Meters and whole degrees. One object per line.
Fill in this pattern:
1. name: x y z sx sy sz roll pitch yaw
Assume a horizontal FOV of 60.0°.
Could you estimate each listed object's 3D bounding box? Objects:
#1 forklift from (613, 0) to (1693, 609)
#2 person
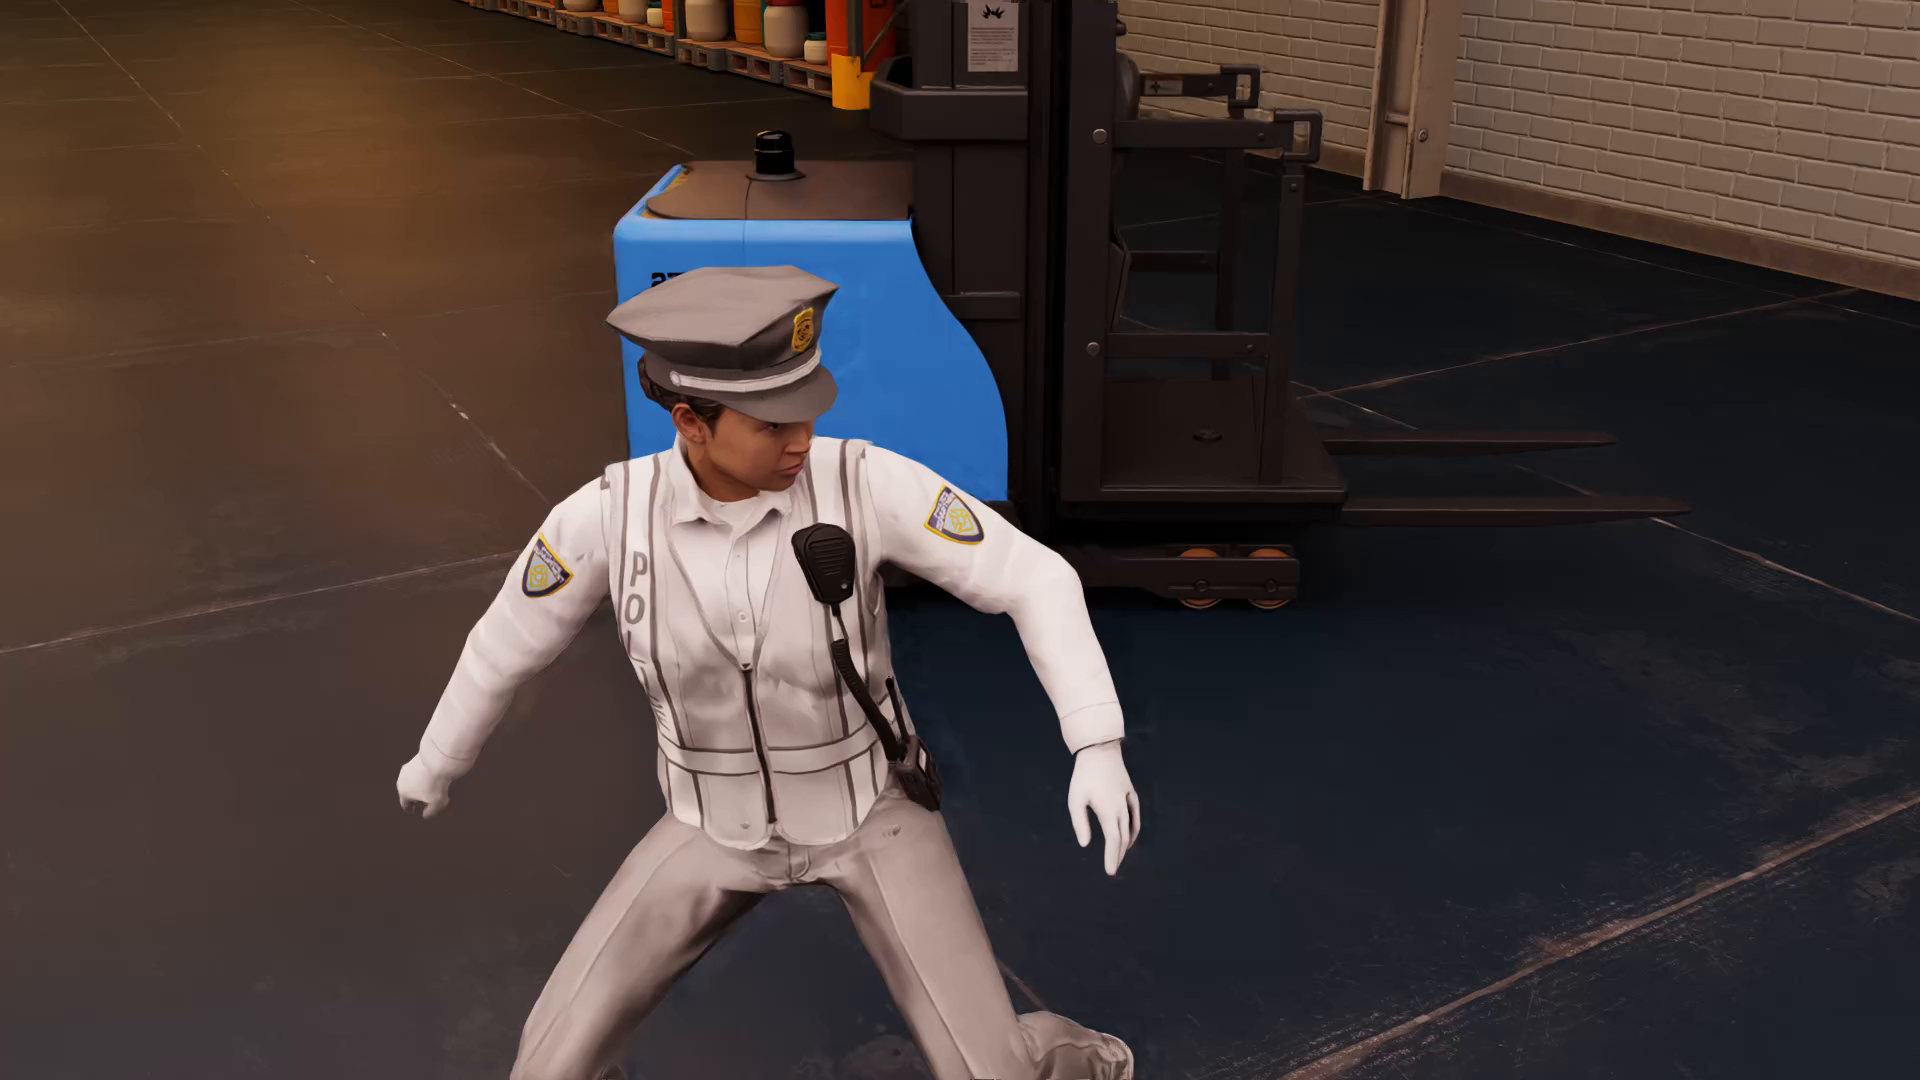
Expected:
1. forklift: 0.588 -1.366 4.603 3.031 2.935 1.130 0 22 0
2. person: -0.288 0.390 2.268 1.080 1.557 0.475 2 22 6
